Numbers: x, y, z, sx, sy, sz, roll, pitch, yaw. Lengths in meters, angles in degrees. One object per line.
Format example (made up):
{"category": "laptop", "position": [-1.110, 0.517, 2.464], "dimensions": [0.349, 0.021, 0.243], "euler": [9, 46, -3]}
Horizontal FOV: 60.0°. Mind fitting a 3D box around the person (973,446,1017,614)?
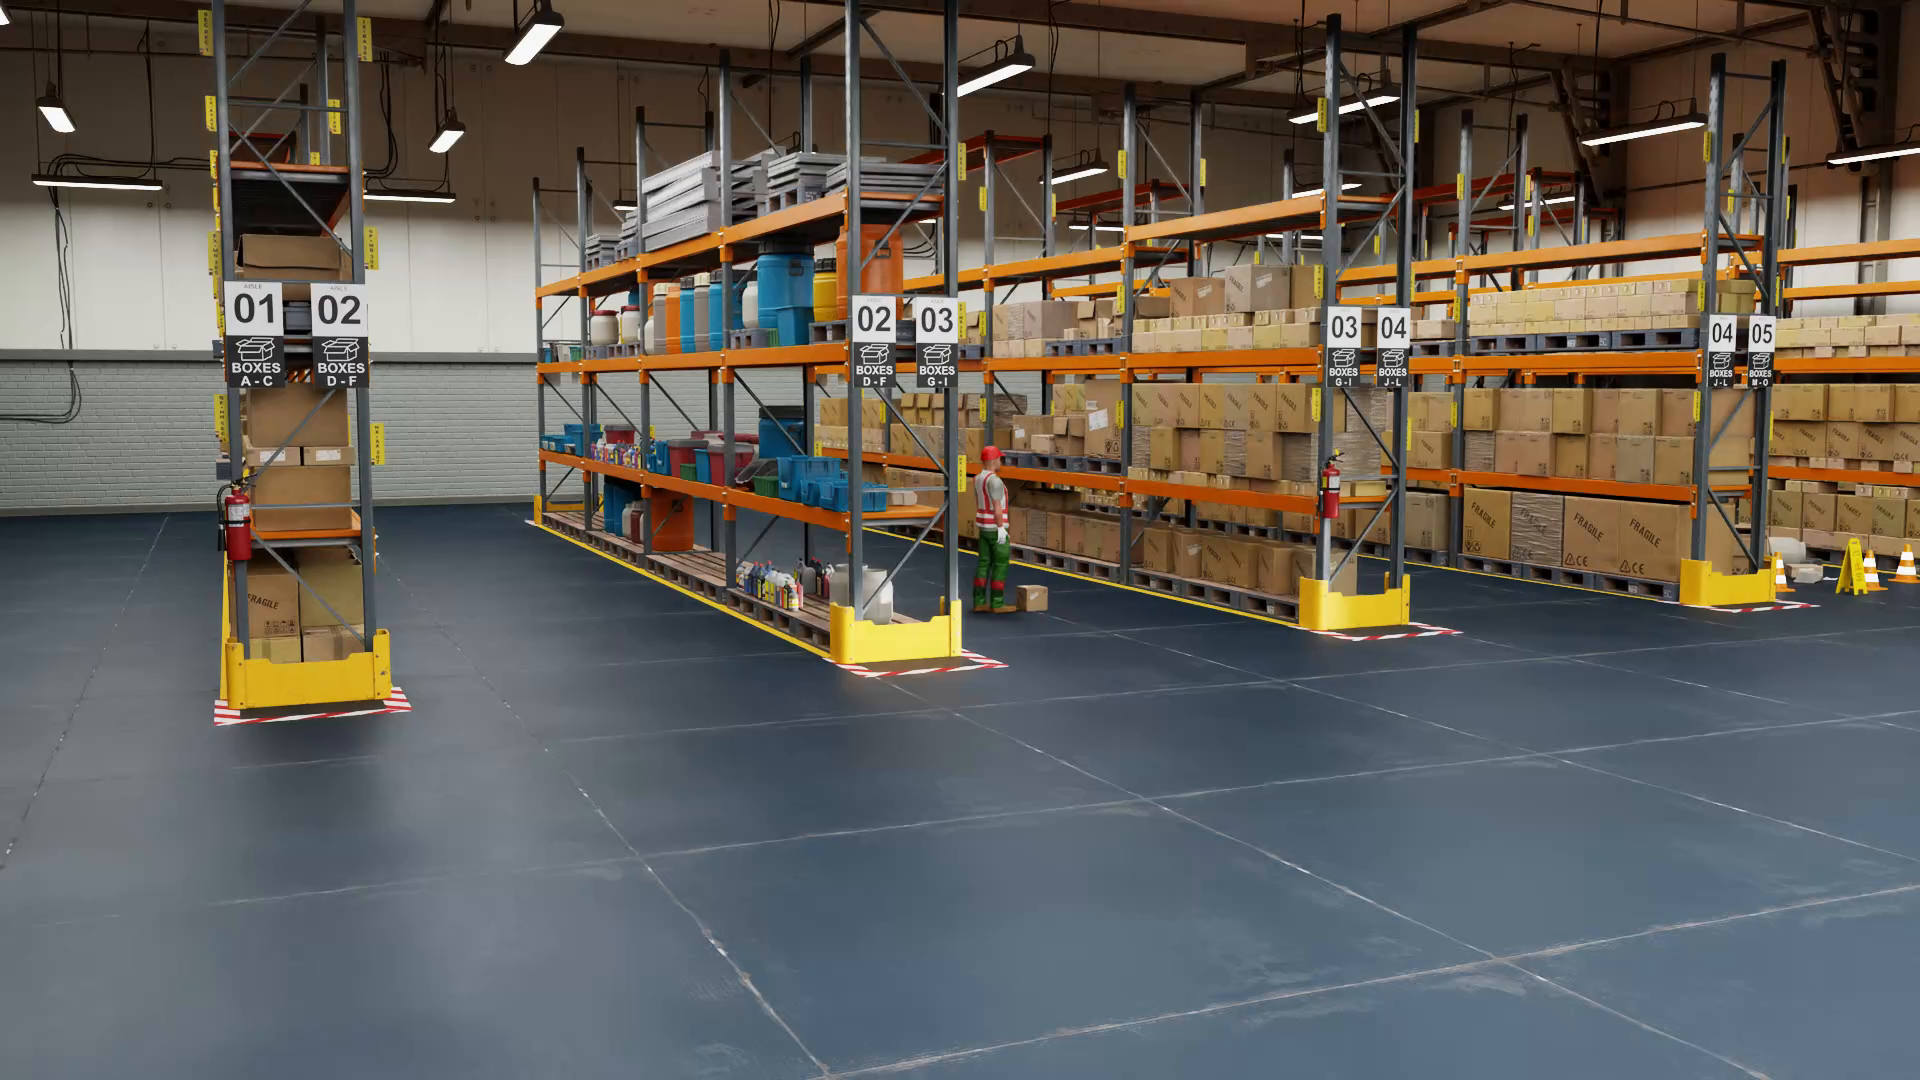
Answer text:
{"category": "person", "position": [0.370, -0.113, 17.820], "dimensions": [0.416, 1.796, 0.523], "euler": [-2, 6, -22]}
